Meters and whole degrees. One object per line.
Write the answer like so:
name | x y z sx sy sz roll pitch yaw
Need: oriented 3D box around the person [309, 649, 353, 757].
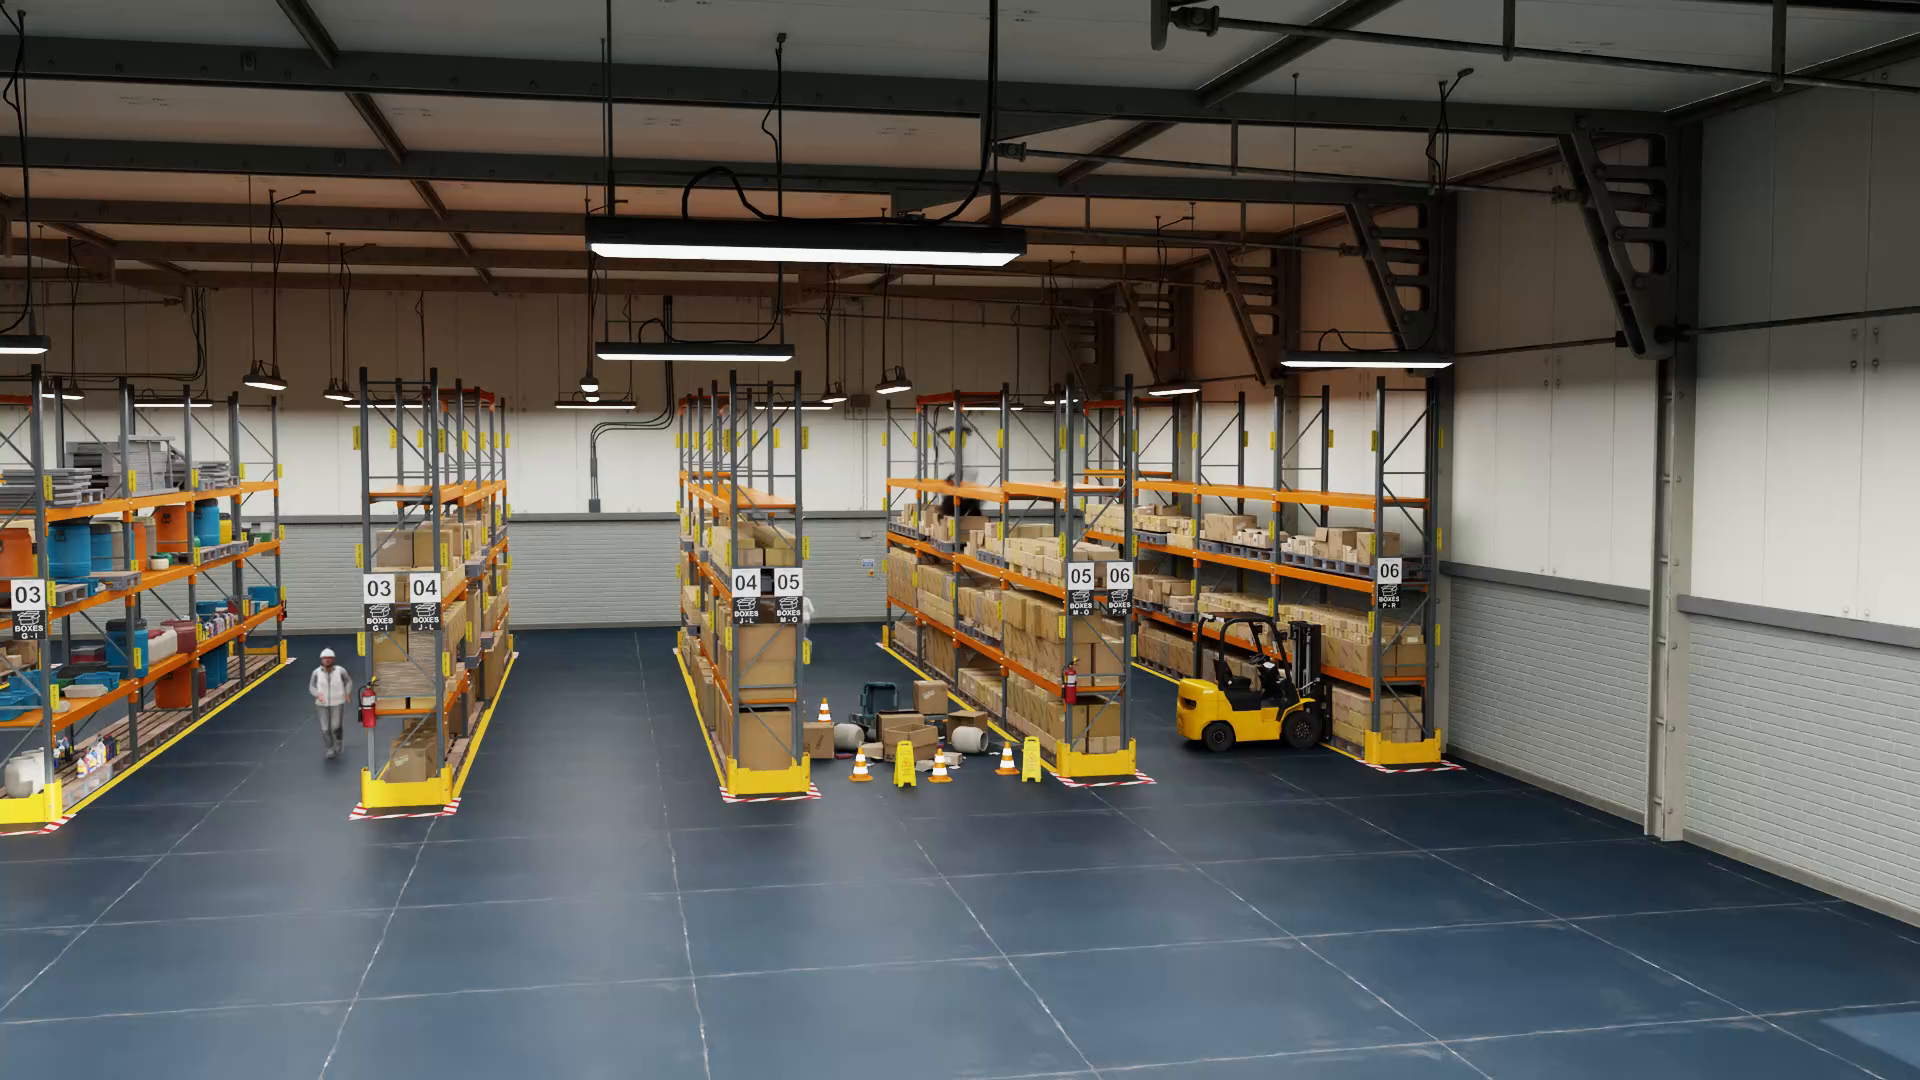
person | -9.919 2.574 26.198 0.640 1.726 0.662 -1 4 -16

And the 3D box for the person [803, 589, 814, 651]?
person | -3.604 1.923 38.371 0.593 1.635 0.758 -2 4 -30
